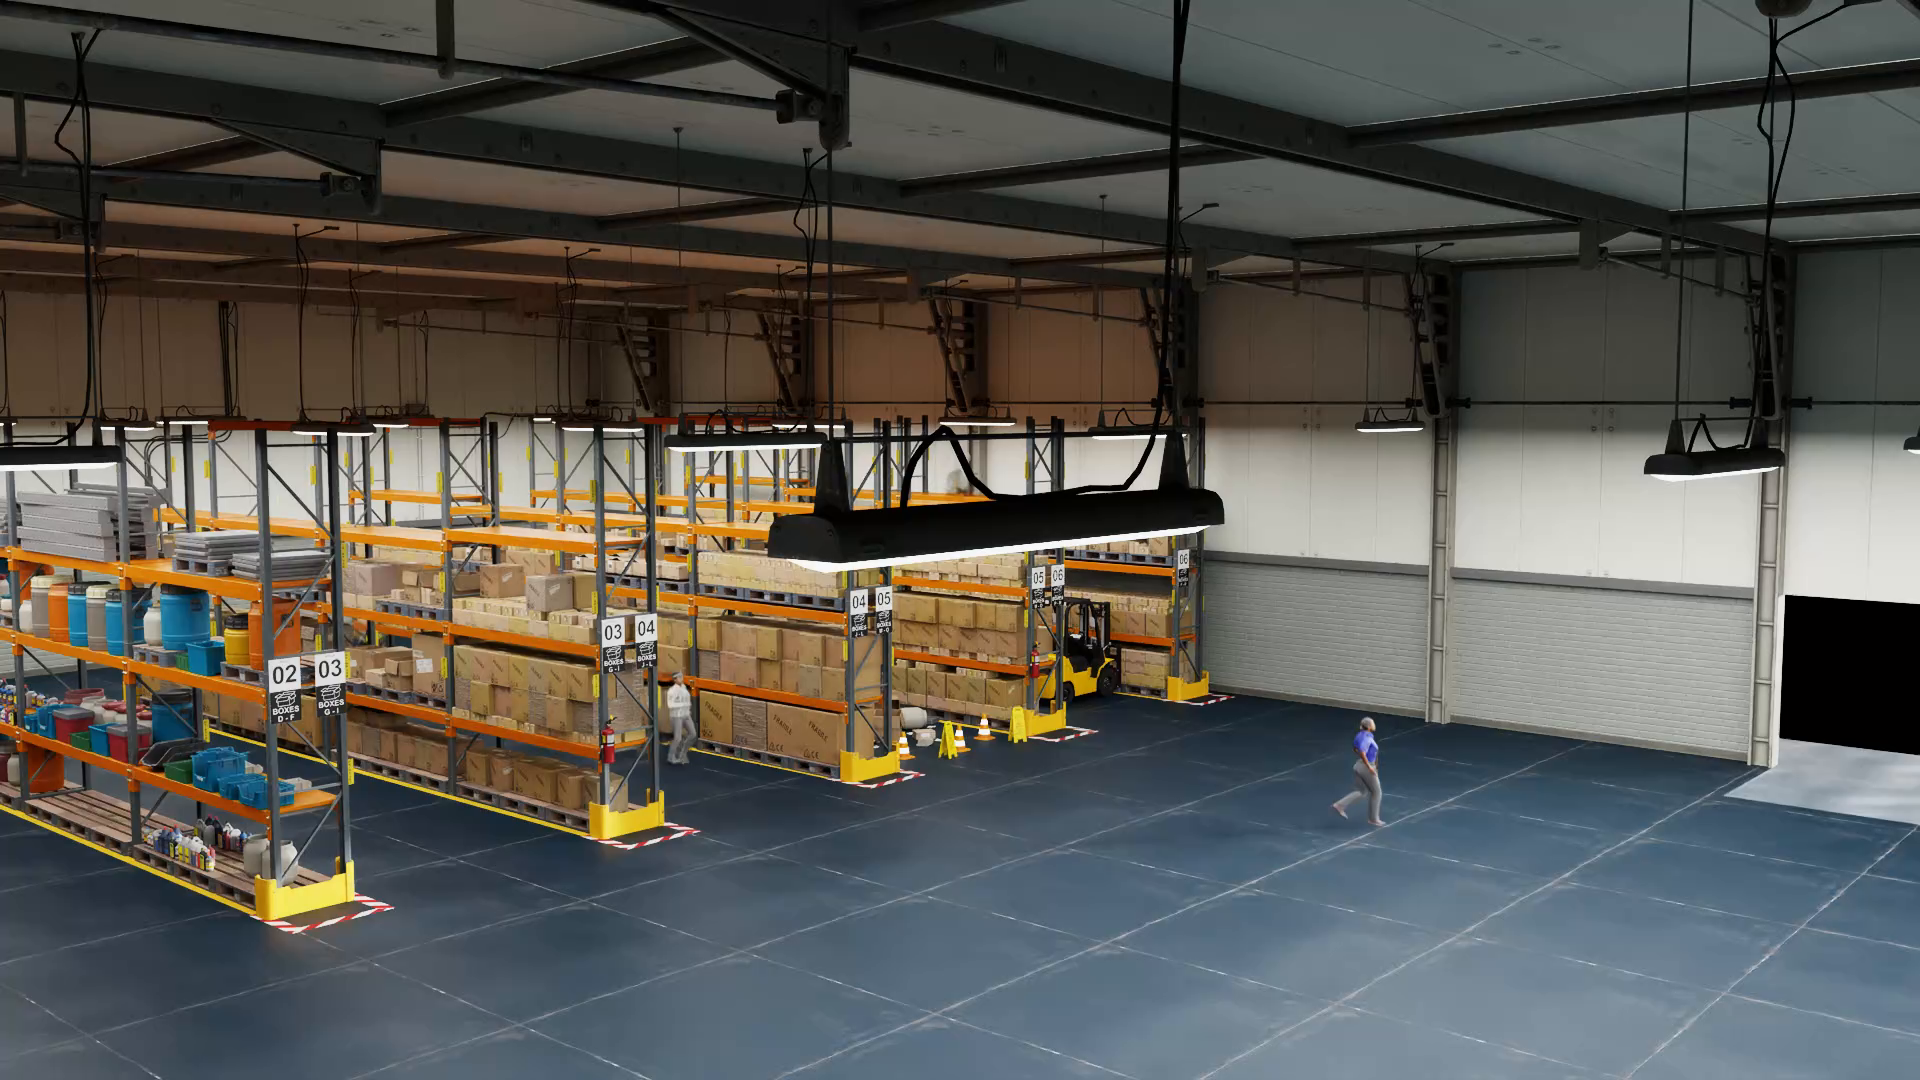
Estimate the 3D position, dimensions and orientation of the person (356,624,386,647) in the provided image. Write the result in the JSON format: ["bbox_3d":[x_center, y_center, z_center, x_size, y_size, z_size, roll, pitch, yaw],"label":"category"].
[{"bbox_3d":[-12.439,2.577,35.193,0.663,1.687,0.540,-4,6,-40],"label":"person"}]

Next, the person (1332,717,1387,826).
[{"bbox_3d":[6.004,3.464,24.846,0.794,1.657,0.592,-1,5,-10],"label":"person"}]

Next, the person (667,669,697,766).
[{"bbox_3d":[-4.832,3.091,28.926,0.638,1.712,0.594,3,6,36],"label":"person"}]

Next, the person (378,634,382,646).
[{"bbox_3d":[-11.473,2.736,32.742,0.751,1.820,0.669,3,5,30],"label":"person"}]
